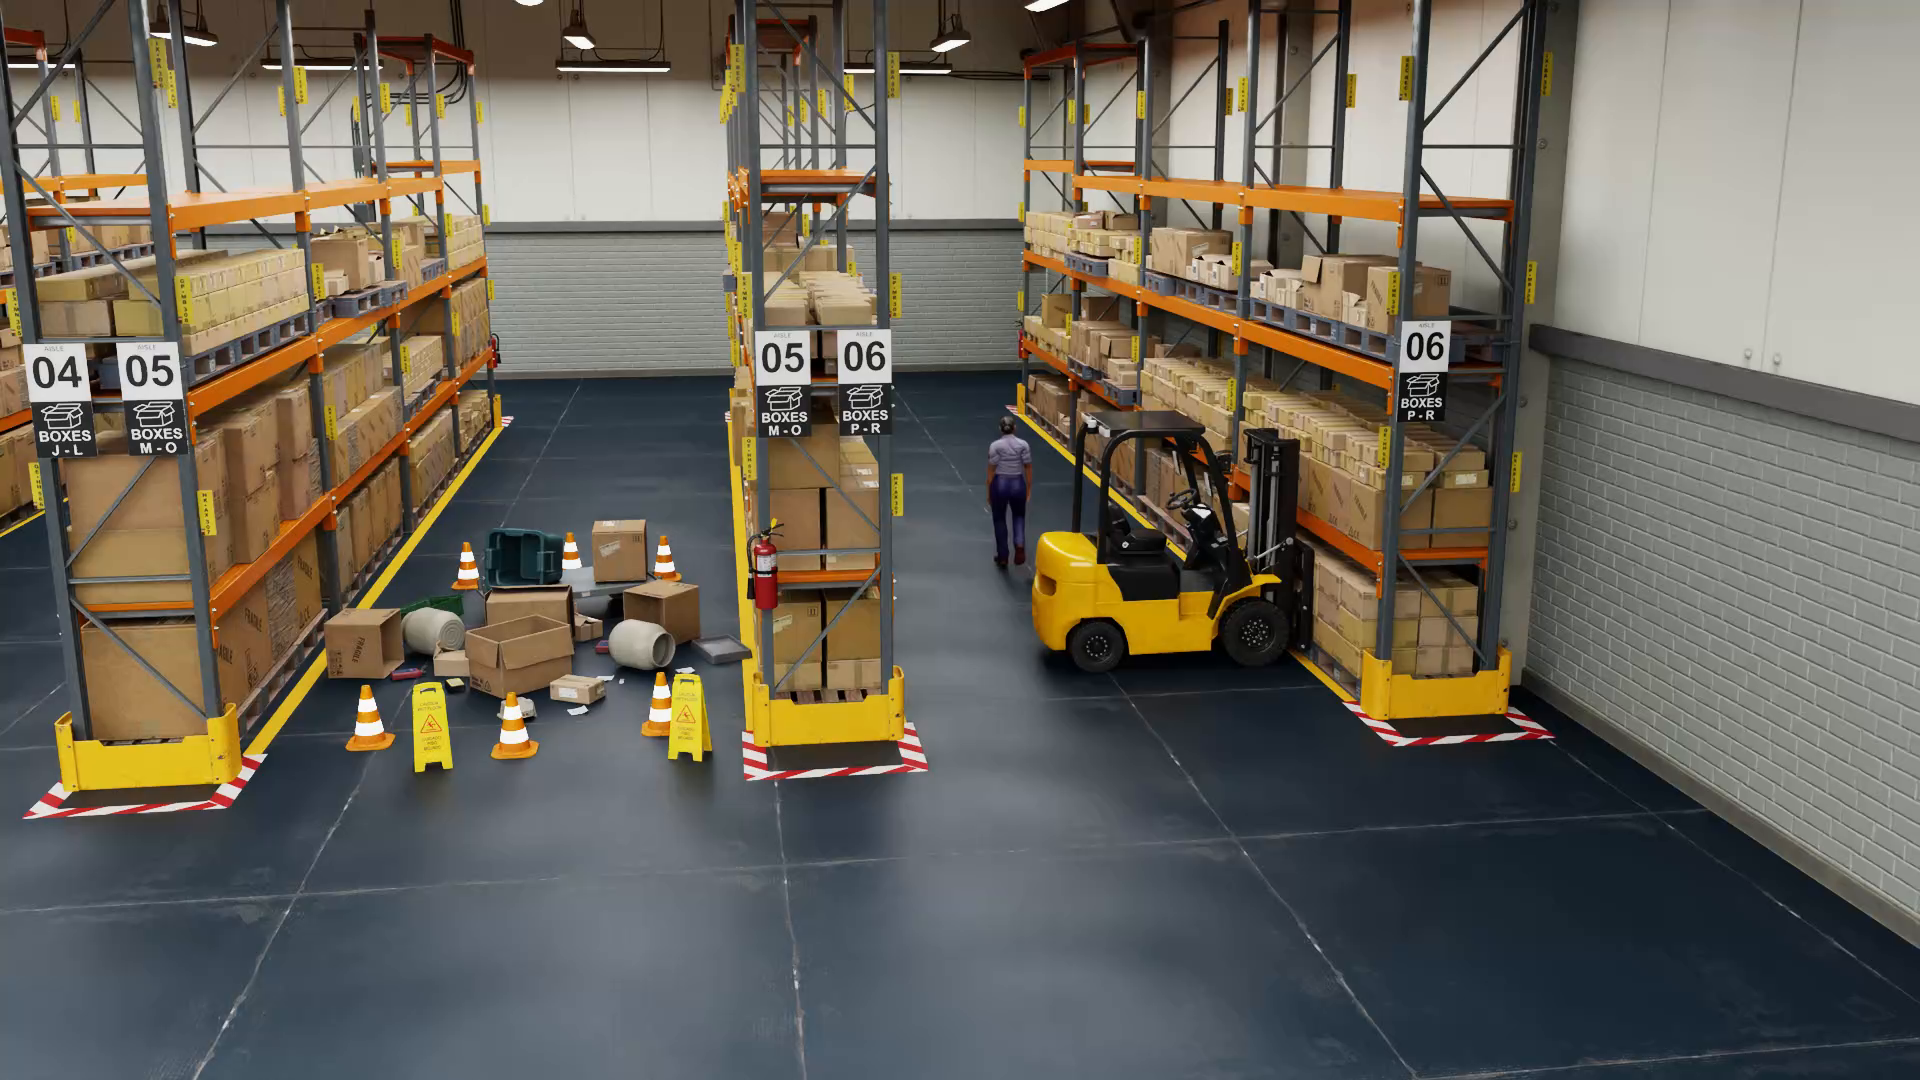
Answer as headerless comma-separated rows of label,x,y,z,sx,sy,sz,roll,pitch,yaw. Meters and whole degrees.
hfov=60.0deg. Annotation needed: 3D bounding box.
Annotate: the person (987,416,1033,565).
person,0.543,-0.536,18.203,0.491,1.649,0.465,-3,14,-11
